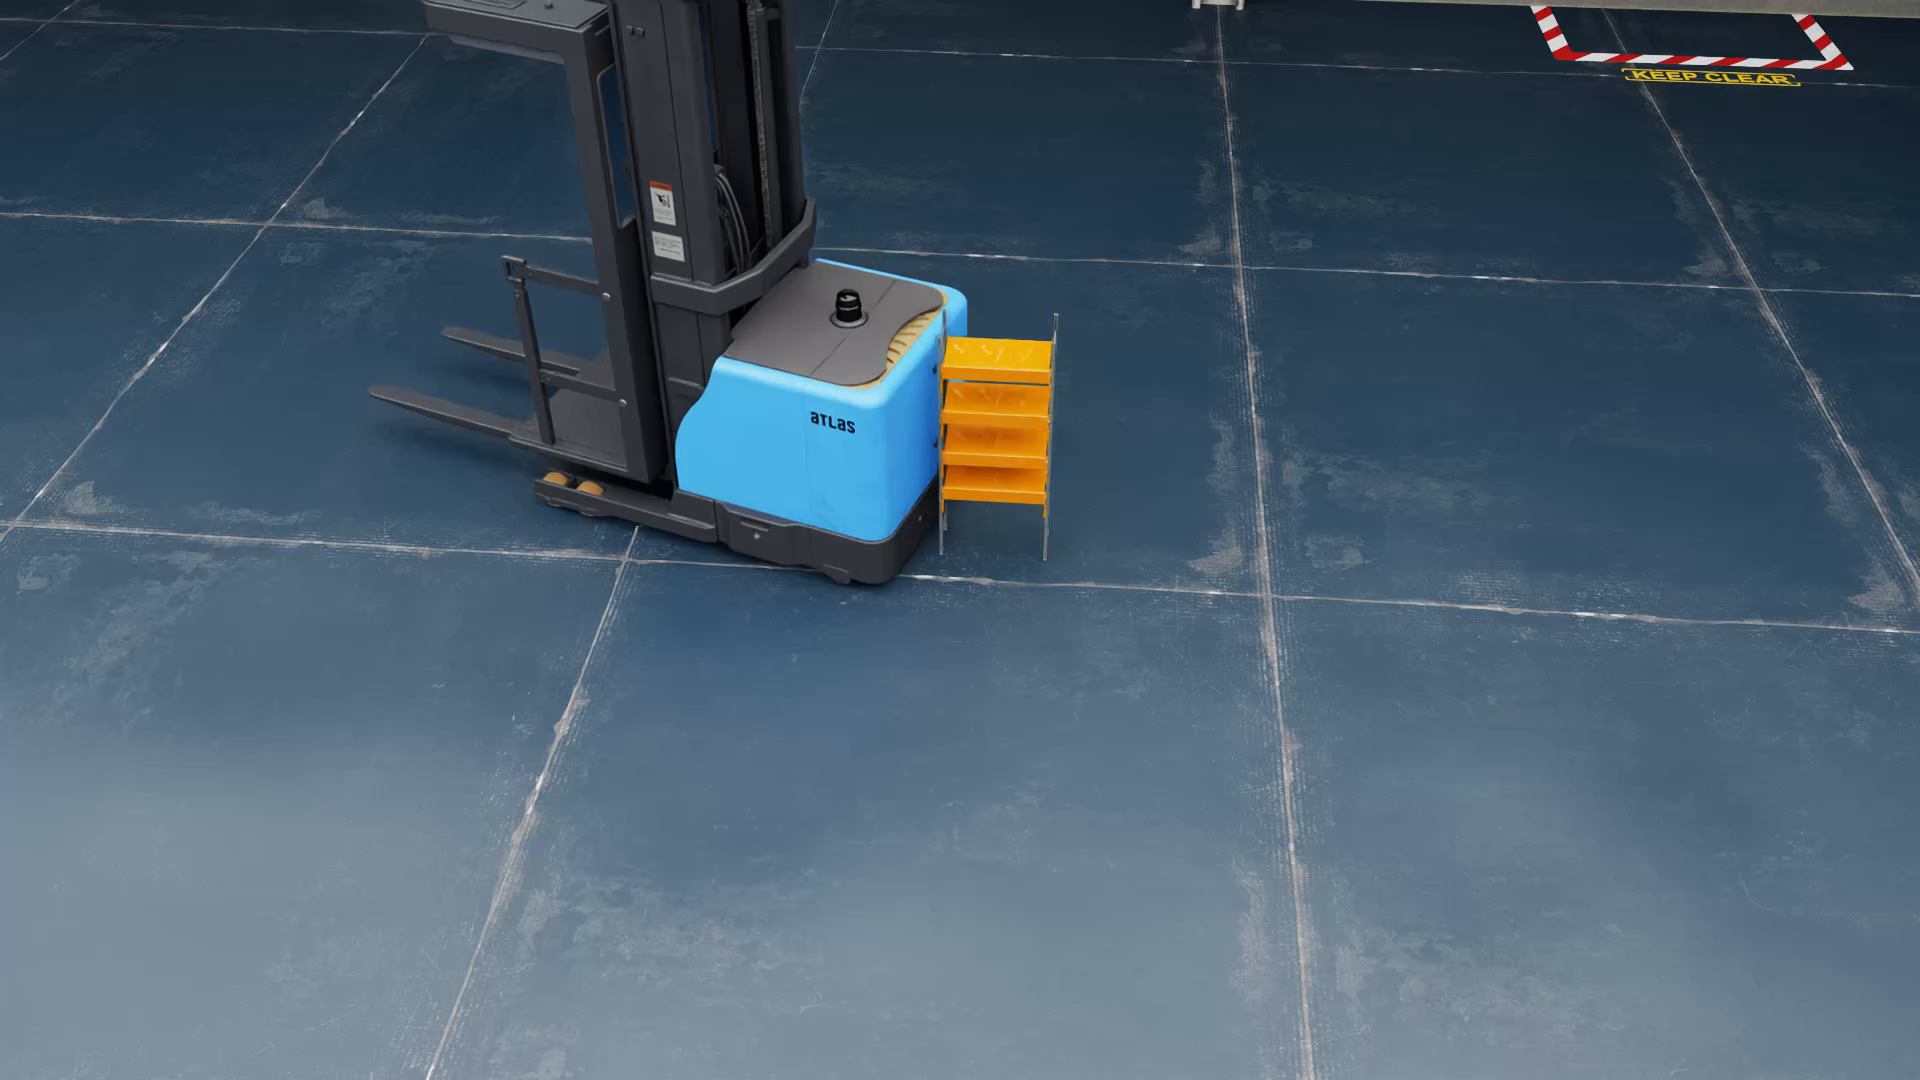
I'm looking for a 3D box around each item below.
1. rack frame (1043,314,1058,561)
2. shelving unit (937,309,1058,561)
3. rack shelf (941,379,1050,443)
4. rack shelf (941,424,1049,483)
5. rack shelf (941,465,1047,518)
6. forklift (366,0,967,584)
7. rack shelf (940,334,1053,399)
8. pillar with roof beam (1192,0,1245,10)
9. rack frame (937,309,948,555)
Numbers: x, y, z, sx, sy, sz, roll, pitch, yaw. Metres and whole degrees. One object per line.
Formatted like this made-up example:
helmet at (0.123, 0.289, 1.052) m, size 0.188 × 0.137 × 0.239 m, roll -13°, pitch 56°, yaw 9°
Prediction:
rack frame at (0.408, -0.443, 7.514) m, size 0.015 × 1.200 × 0.240 m, roll 3°, pitch 39°, yaw 4°
shelving unit at (0.165, -0.456, 7.531) m, size 0.503 × 1.200 × 0.258 m, roll 3°, pitch 39°, yaw 4°
rack shelf at (0.165, -0.578, 7.432) m, size 0.480 × 0.148 × 0.258 m, roll 3°, pitch 39°, yaw 4°
rack shelf at (0.165, -0.404, 7.573) m, size 0.480 × 0.148 × 0.258 m, roll 3°, pitch 39°, yaw 4°
rack shelf at (0.165, -0.250, 7.698) m, size 0.480 × 0.148 × 0.258 m, roll 3°, pitch 39°, yaw 4°
forklift at (-1.517, -1.541, 7.492) m, size 3.031 × 2.935 × 1.130 m, roll 15°, pitch 42°, yaw 18°
rack shelf at (0.165, -0.761, 7.283) m, size 0.480 × 0.148 × 0.258 m, roll 3°, pitch 39°, yaw 4°
pillar with roof beam at (1.665, -5.045, 6.990) m, size 0.400 × 9.000 × 9.100 m, roll 3°, pitch 39°, yaw 4°
rack frame at (-0.078, -0.470, 7.547) m, size 0.015 × 1.200 × 0.240 m, roll 3°, pitch 39°, yaw 4°
